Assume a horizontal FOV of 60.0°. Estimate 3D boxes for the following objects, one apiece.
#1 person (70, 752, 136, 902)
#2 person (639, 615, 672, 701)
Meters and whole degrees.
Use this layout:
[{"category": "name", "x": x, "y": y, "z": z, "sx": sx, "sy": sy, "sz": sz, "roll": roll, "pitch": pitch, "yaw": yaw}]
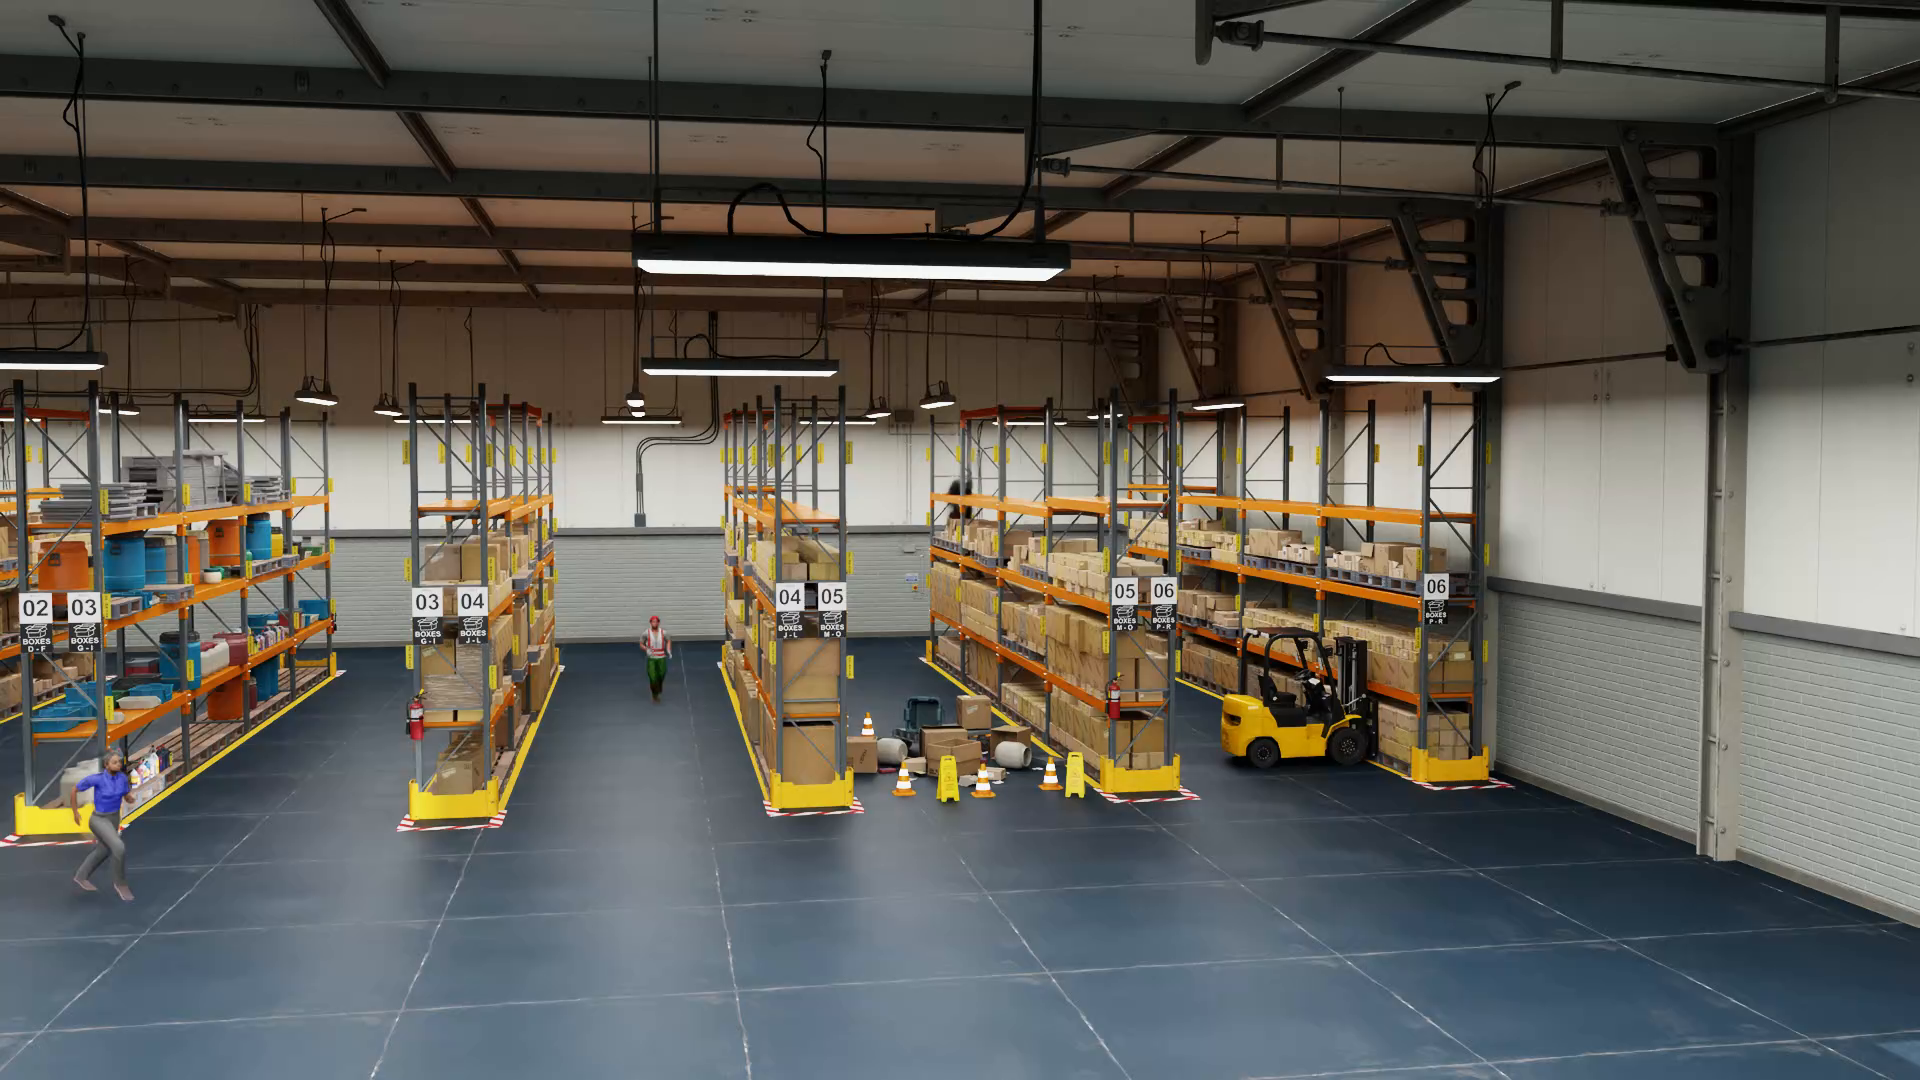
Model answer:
[{"category": "person", "x": -9.680, "y": 3.242, "z": 18.795, "sx": 0.814, "sy": 1.686, "sz": 0.599, "roll": 1, "pitch": 3, "yaw": 18}, {"category": "person", "x": -6.216, "y": 2.413, "z": 33.967, "sx": 0.655, "sy": 1.742, "sz": 0.593, "roll": -1, "pitch": 3, "yaw": -17}]
